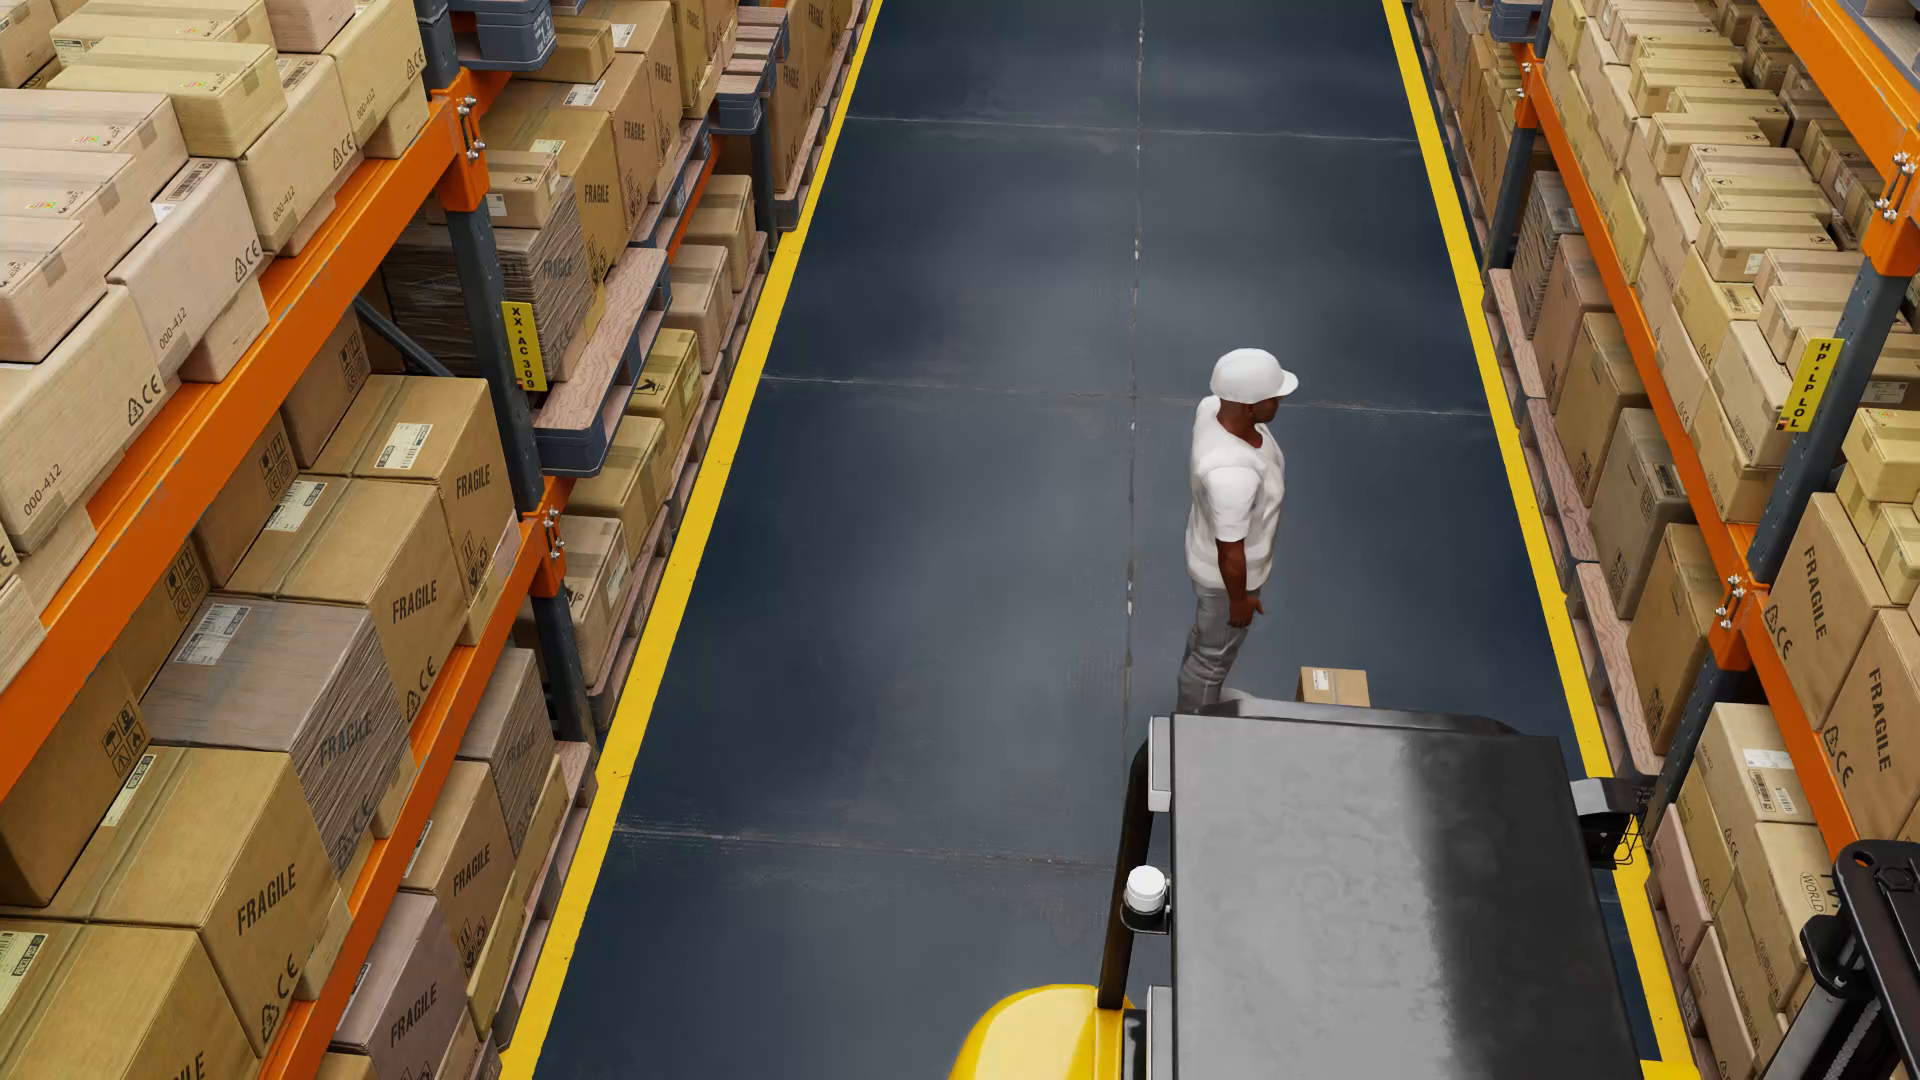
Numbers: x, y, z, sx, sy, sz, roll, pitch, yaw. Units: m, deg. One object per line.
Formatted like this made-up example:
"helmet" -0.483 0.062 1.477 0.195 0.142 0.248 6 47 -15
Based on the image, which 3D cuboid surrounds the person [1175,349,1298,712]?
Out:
"person" 0.988 0.066 6.067 0.372 1.780 0.570 4 40 5
